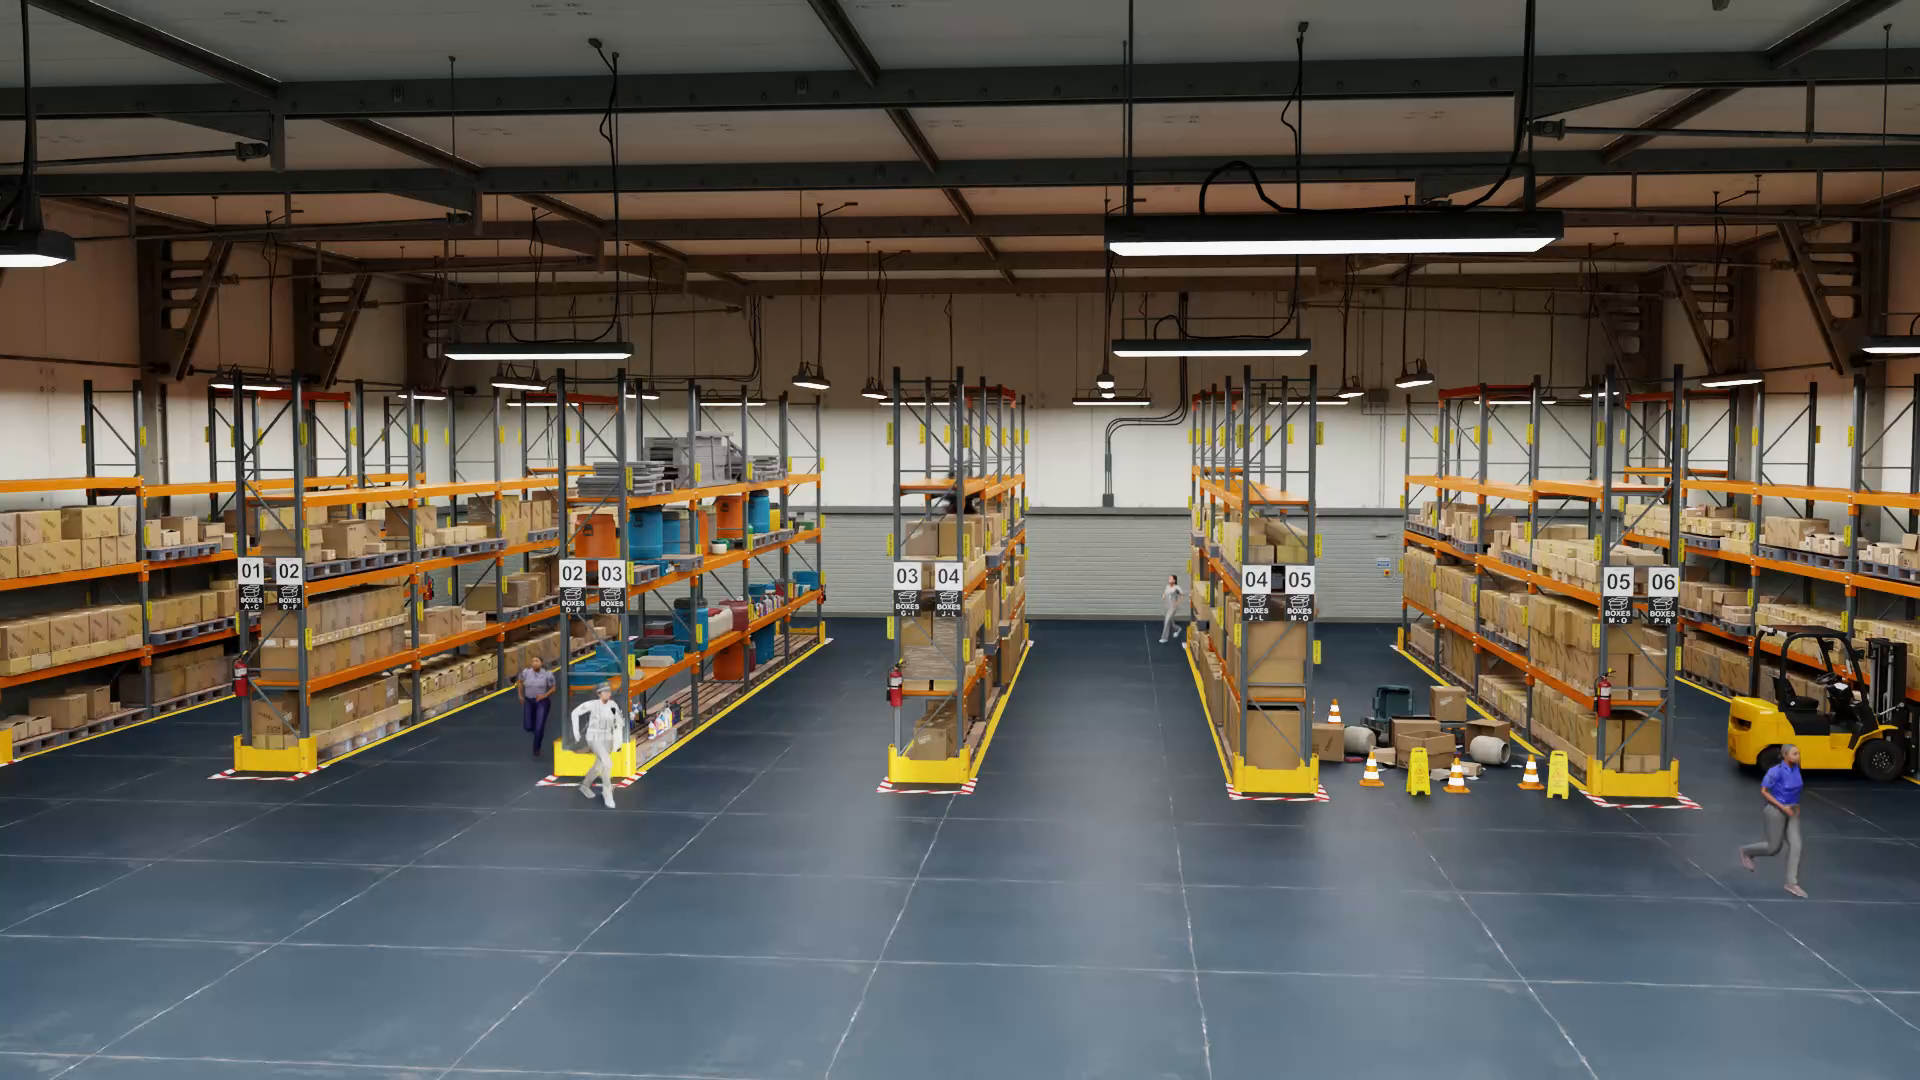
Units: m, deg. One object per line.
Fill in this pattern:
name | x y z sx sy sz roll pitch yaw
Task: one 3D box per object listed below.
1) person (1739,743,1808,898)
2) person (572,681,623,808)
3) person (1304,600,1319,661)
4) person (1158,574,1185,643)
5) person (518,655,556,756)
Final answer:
person | 9.078 3.053 18.433 0.599 1.647 0.875 -2 4 -27
person | -4.920 2.763 22.626 0.822 1.712 0.636 3 5 42
person | 7.661 1.838 37.026 0.657 1.741 0.600 0 4 -8
person | 5.198 1.662 40.539 0.841 1.657 0.578 -3 5 -40
person | -6.673 2.604 26.202 0.644 1.594 0.647 0 4 1
